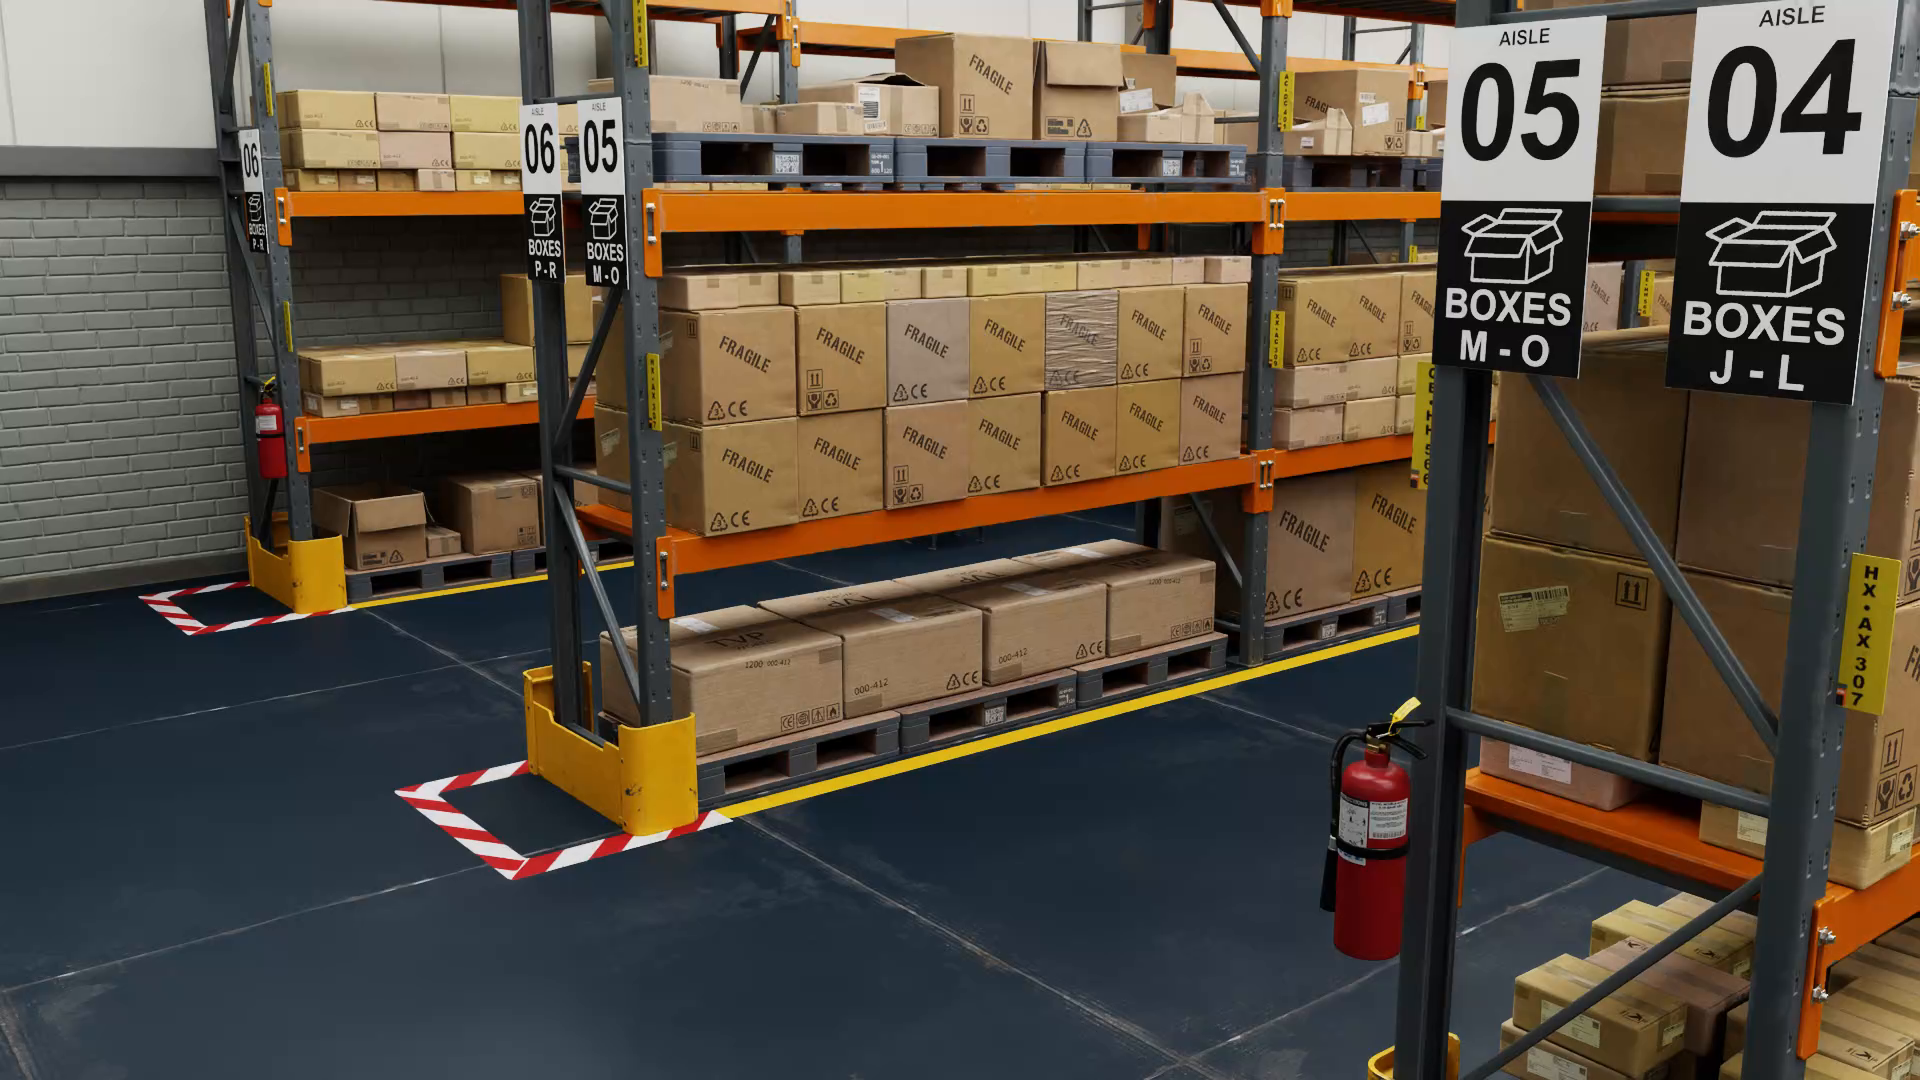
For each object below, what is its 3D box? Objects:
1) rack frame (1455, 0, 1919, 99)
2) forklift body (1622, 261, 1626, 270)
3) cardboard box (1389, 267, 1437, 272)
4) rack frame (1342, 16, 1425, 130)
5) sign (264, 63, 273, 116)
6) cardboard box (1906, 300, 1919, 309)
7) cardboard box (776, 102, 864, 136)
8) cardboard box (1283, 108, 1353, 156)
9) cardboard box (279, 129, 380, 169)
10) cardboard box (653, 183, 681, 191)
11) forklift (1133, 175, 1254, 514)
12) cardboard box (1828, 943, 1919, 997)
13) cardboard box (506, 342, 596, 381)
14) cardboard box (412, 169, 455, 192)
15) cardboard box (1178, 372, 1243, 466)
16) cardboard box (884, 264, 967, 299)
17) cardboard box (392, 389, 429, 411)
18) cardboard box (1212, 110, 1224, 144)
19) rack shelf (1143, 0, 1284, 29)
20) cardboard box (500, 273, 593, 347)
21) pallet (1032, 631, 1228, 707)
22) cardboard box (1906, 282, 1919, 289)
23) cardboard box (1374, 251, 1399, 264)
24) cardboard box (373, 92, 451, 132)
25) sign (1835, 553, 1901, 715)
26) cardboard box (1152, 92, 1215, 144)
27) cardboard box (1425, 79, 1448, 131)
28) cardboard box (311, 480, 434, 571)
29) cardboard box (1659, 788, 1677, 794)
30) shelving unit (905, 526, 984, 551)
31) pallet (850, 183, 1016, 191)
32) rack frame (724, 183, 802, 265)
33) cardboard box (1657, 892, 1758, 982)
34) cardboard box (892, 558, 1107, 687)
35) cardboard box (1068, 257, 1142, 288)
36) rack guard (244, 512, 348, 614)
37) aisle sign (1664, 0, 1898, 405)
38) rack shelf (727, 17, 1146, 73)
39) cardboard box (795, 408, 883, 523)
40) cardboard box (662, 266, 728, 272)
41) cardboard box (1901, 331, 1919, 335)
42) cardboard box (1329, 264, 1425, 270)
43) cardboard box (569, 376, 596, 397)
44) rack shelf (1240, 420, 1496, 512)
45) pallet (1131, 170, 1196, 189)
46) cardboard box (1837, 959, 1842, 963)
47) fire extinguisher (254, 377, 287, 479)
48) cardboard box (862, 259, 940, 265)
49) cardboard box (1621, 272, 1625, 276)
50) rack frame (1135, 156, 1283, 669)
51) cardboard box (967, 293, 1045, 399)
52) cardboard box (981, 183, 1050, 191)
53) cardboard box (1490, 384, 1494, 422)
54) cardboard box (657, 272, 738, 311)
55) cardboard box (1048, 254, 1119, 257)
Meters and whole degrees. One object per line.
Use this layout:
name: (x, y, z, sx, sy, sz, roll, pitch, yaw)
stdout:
rack frame: (1.521, -2.406, 3.295, 0.127, 3.000, 1.000, -9, 15, -38)
forklift body: (7.399, -2.185, 18.740, 1.214, 2.155, 2.313, -9, 15, -38)
cardboard box: (3.169, -1.532, 10.974, 0.500, 0.500, 0.500, -10, 15, -39)
rack frame: (4.616, -5.558, 18.136, 0.127, 3.000, 1.000, -9, 15, -38)
sign: (-4.415, -2.873, 10.610, 0.005, 0.325, 0.100, -9, 15, -38)
cardboard box: (3.332, -0.525, 5.515, 0.500, 0.500, 0.500, -9, 15, -37)
cardboard box: (-0.657, -1.964, 7.787, 0.250, 0.149, 0.380, -9, 15, -36)
cardboard box: (2.082, -2.395, 9.779, 0.258, 0.266, 0.396, -10, 15, -38)
cardboard box: (-4.237, -2.619, 11.162, 0.500, 0.250, 0.500, -10, 15, -38)
cardboard box: (-2.330, -2.739, 12.689, 0.250, 0.149, 0.380, -10, 15, -38)
forklift: (2.178, -1.899, 15.517, 1.130, 2.935, 3.031, 0, 12, 0)
cardboard box: (2.701, 1.301, 4.701, 0.250, 0.149, 0.380, -10, 16, -40)
cardboard box: (-3.058, -1.355, 12.432, 0.500, 0.250, 0.500, -10, 16, -39)
cardboard box: (-3.702, -2.498, 11.556, 0.250, 0.149, 0.380, -9, 15, -36)
cardboard box: (1.271, -0.728, 9.593, 0.500, 0.500, 0.500, -9, 15, -37)
cardboard box: (-0.178, -1.284, 8.243, 0.250, 0.149, 0.380, -9, 15, -37)
cardboard box: (-3.973, -1.021, 11.822, 0.250, 0.149, 0.380, -10, 15, -38)
cardboard box: (2.211, -3.929, 16.196, 0.500, 0.500, 0.500, -9, 15, -37)
rack shelf: (-0.089, -2.908, 8.353, 4.000, 0.370, 1.077, -9, 15, -38)
cardboard box: (-3.060, -1.715, 12.322, 0.500, 0.500, 0.500, -9, 15, -36)
pallet: (0.830, 0.670, 9.967, 1.213, 0.211, 1.003, -9, 15, -38)
cardboard box: (8.199, -2.524, 14.929, 0.500, 0.500, 0.700, -10, 15, -38)
cardboard box: (4.899, -3.251, 19.199, 0.250, 0.149, 0.380, -10, 16, -39)
cardboard box: (-3.842, -2.930, 11.424, 0.500, 0.250, 0.500, -10, 15, -38)
sign: (1.860, 0.193, 3.414, 0.005, 0.325, 0.100, -9, 15, -38)
cardboard box: (1.174, -2.301, 9.095, 0.258, 0.266, 0.396, -9, 15, -36)
cardboard box: (3.401, -2.745, 10.862, 0.500, 0.500, 0.500, -9, 15, -37)
cardboard box: (-4.217, -0.114, 11.944, 0.637, 0.503, 0.797, -10, 16, -40)
cardboard box: (1.817, 0.537, 4.483, 0.250, 0.149, 0.380, -9, 15, -38)
shelving unit: (-0.129, -1.006, 13.310, 0.503, 2.100, 0.431, -9, 15, -38)
pallet: (-0.270, -3.169, 14.560, 1.003, 0.211, 1.213, -9, 15, -38)
rack frame: (-1.631, -1.585, 13.871, 0.127, 3.000, 1.000, -9, 15, -38)
cardboard box: (2.373, 1.216, 5.101, 0.250, 0.149, 0.380, -10, 16, -40)
cardboard box: (0.217, 0.448, 9.455, 0.875, 0.438, 0.875, -10, 16, -39)
cardboard box: (0.770, -1.461, 9.077, 0.250, 0.149, 0.380, -10, 15, -38)
rack guard: (-4.695, 0.147, 11.733, 0.348, 0.500, 1.175, -9, 15, -38)
aisle sign: (1.651, -0.685, 3.374, 0.004, 0.787, 0.394, -9, 15, -38)
rack shelf: (-0.069, -4.231, 14.586, 4.000, 0.370, 1.077, -9, 15, -38)
cardboard box: (-0.719, -0.396, 8.032, 0.500, 0.500, 0.500, -10, 15, -38)
cardboard box: (-1.312, -1.232, 8.002, 0.250, 0.149, 0.380, -9, 15, -37)
cardboard box: (2.847, -0.301, 4.459, 0.500, 0.500, 0.500, -10, 15, -39)
cardboard box: (2.867, -1.618, 11.377, 0.500, 0.500, 0.500, -9, 15, -37)
cardboard box: (-2.938, -1.182, 12.580, 0.250, 0.149, 0.380, -9, 15, -38)
rack shelf: (3.035, -0.688, 11.379, 4.000, 0.370, 1.077, -9, 15, -38)
pallet: (1.967, -3.581, 16.506, 1.003, 0.211, 1.213, -9, 15, -35)
cardboard box: (2.767, 1.290, 5.468, 0.250, 0.149, 0.380, -9, 15, -35)
fire extinguisher: (-4.580, -0.752, 11.030, 0.183, 0.674, 0.296, -9, 15, -38)
cardboard box: (-0.316, -1.401, 8.796, 0.250, 0.149, 0.380, -9, 15, -36)
cardboard box: (5.175, -1.872, 13.256, 0.500, 0.500, 0.500, -10, 15, -39)
rack frame: (1.473, -0.780, 10.082, 0.127, 3.000, 1.000, -9, 15, -38)
cardboard box: (0.088, -1.016, 8.546, 0.500, 0.500, 0.500, -9, 15, -37)
cardboard box: (0.461, -3.262, 14.907, 0.500, 0.250, 0.500, -9, 15, -38)
cardboard box: (3.191, -0.916, 11.081, 0.500, 0.250, 0.500, -10, 15, -39)
cardboard box: (-1.200, -1.118, 7.461, 0.250, 0.149, 0.380, -9, 15, -36)
cardboard box: (0.701, -1.561, 9.548, 0.250, 0.149, 0.380, -10, 15, -38)
